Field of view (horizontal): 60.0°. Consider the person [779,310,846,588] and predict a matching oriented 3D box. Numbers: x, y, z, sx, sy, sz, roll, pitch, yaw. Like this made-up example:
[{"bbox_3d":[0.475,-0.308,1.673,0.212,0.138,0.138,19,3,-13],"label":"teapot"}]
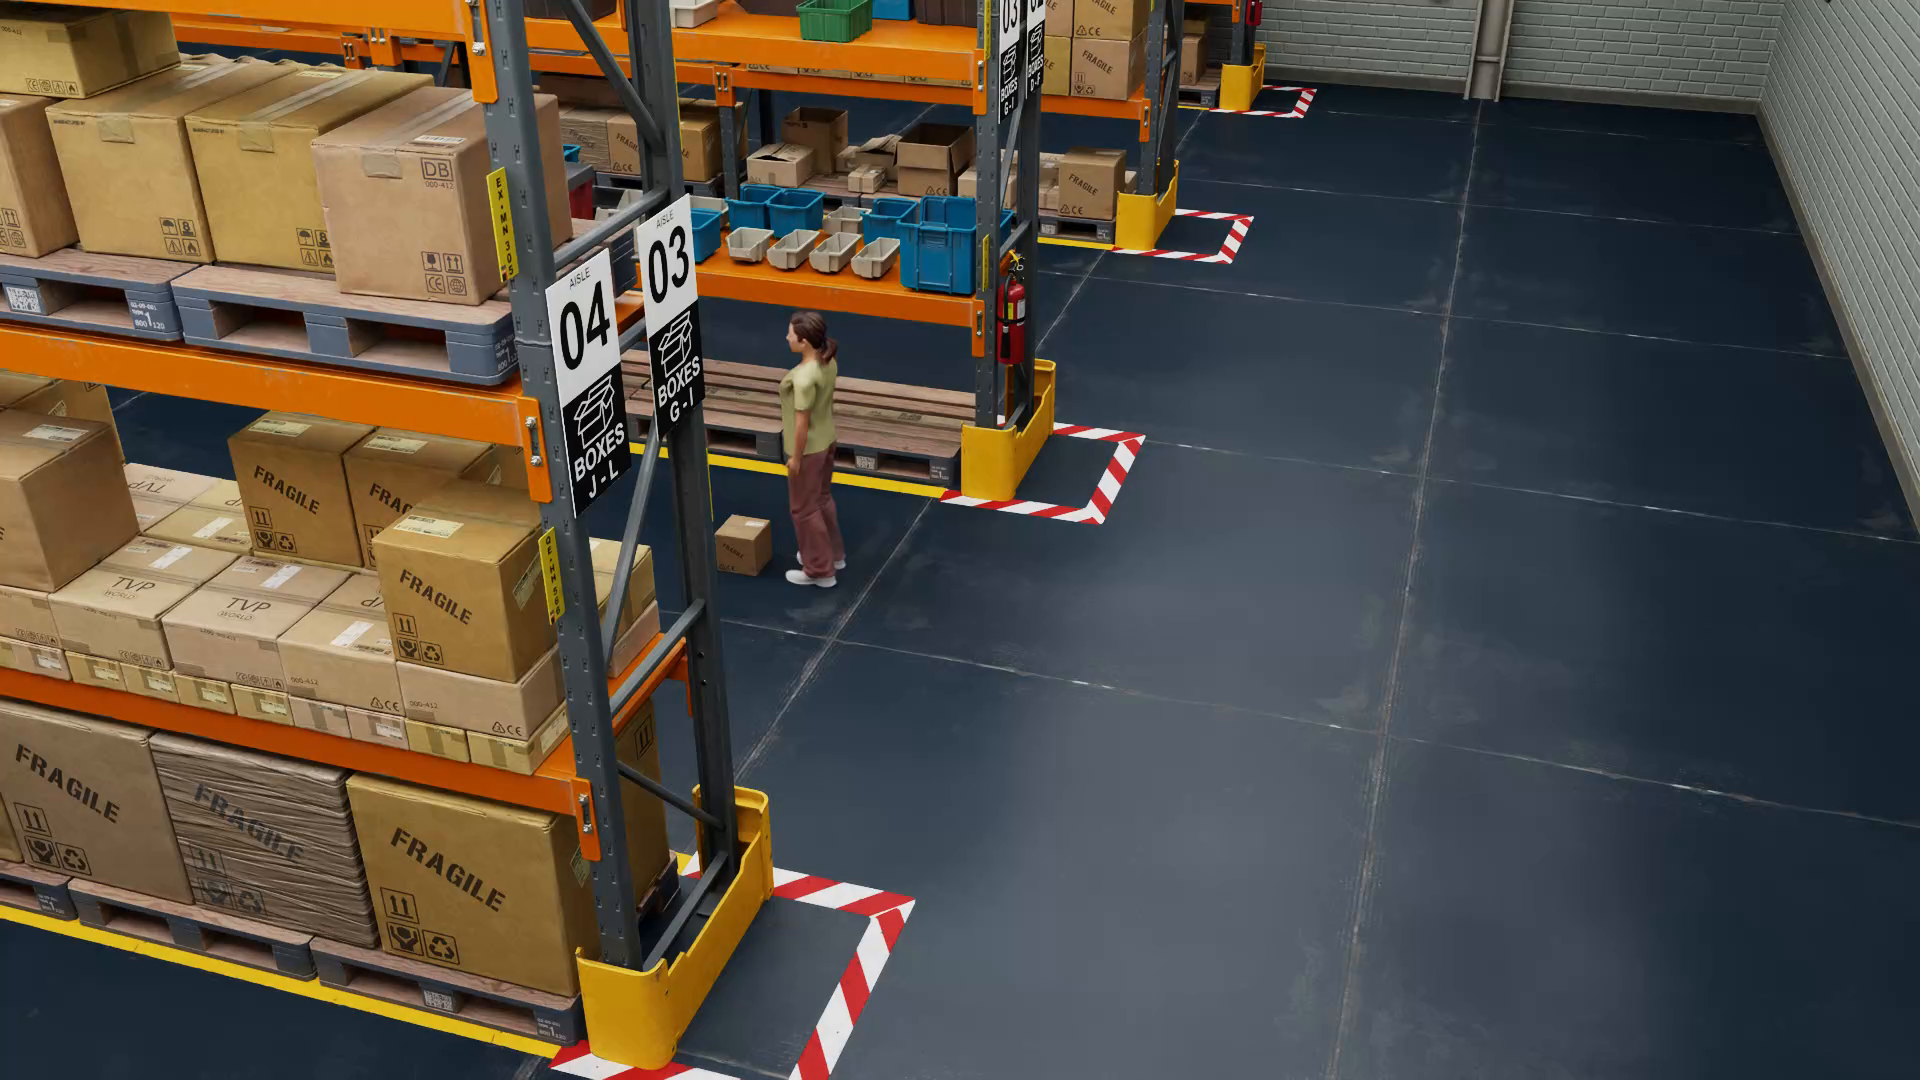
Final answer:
[{"bbox_3d":[-0.841,-0.515,9.427,0.369,1.669,0.440,9,31,16],"label":"person"}]
